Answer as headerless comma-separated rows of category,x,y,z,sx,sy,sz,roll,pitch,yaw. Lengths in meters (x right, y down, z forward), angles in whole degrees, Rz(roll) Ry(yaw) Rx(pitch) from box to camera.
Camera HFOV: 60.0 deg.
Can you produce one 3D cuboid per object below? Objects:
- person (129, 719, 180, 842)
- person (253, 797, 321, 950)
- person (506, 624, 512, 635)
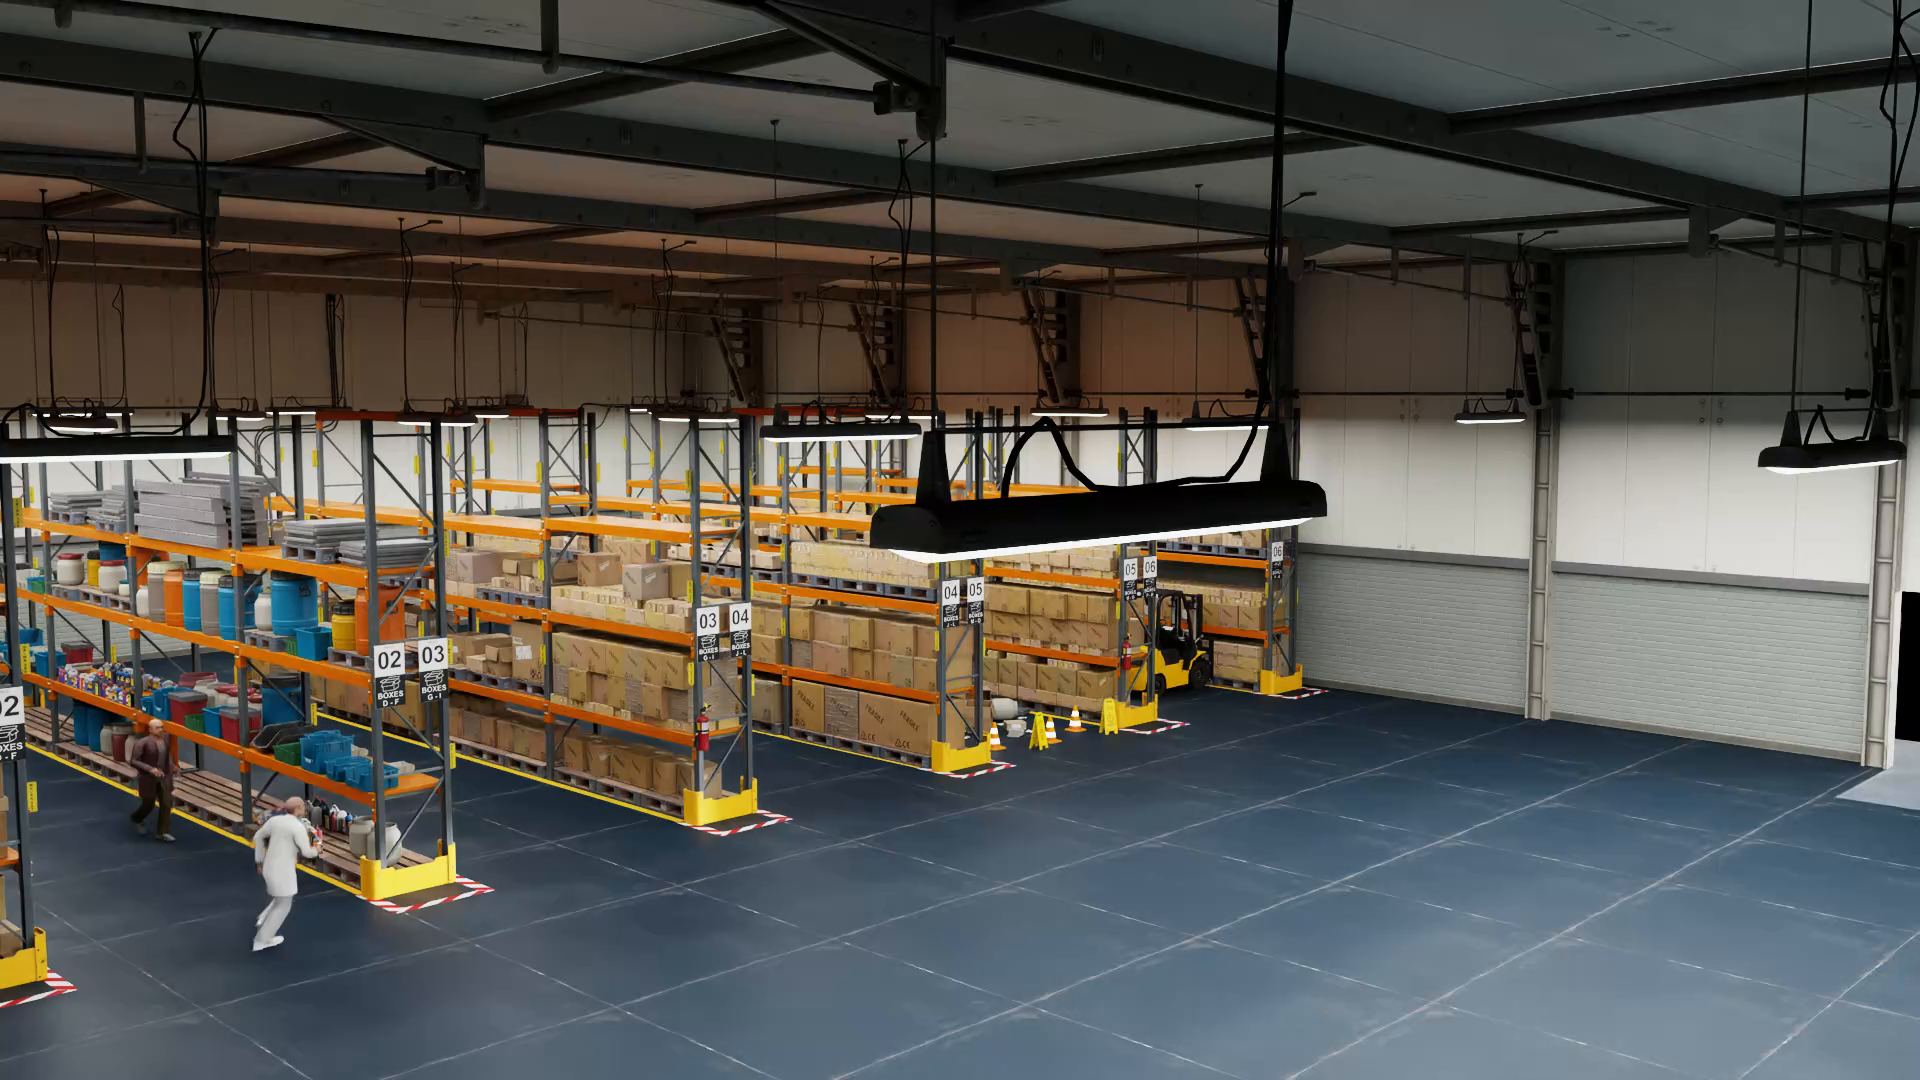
person,-11.485,3.379,23.583,0.937,1.741,0.698,4,6,36
person,-7.770,3.799,19.158,0.706,1.665,0.878,4,6,36
person,-10.722,1.905,40.620,0.581,1.670,0.663,4,6,37
